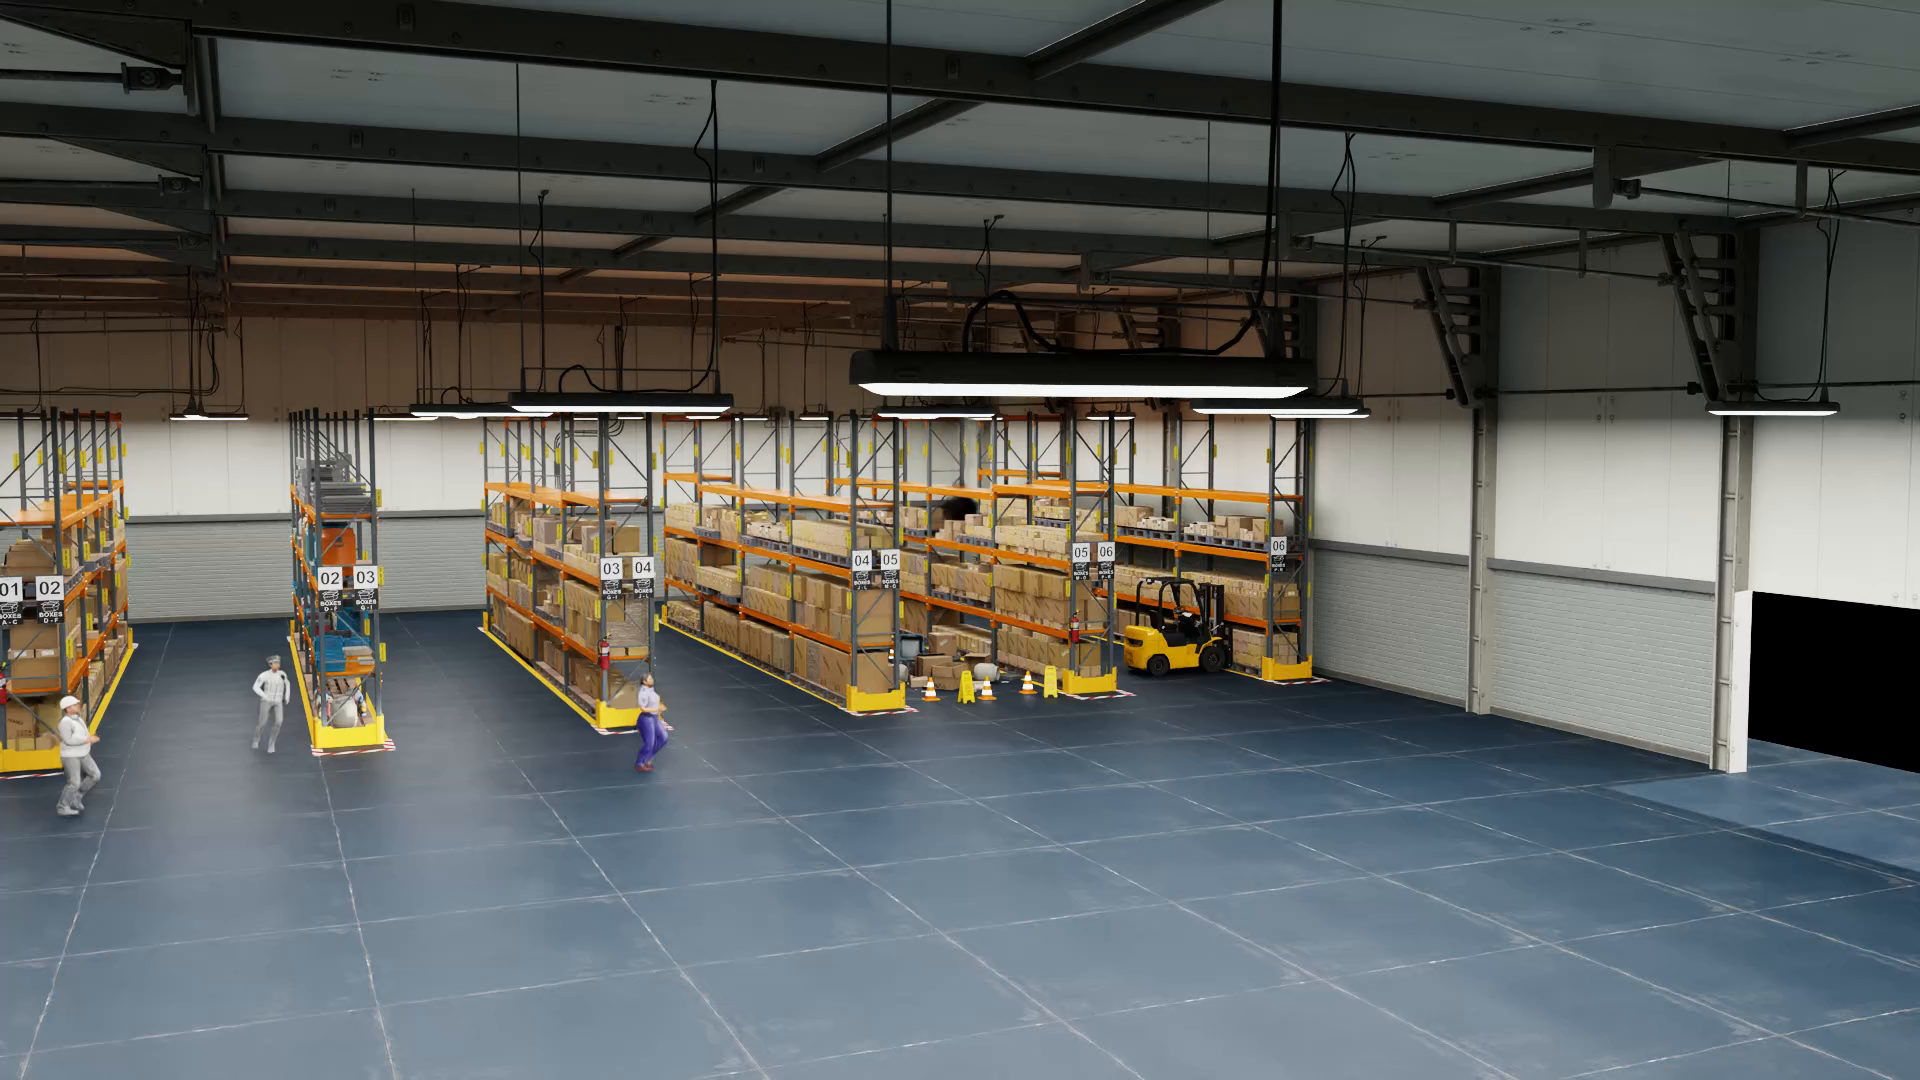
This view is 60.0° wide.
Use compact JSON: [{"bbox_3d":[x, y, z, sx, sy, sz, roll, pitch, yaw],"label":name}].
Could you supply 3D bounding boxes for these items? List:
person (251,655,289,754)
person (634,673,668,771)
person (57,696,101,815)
[{"bbox_3d":[-12.030,2.861,29.106,0.673,1.704,0.670,-3,5,-38],"label":"person"},{"bbox_3d":[-5.069,2.997,27.360,0.597,1.632,0.589,1,4,8],"label":"person"},{"bbox_3d":[-12.881,3.140,24.306,0.636,1.751,0.662,0,4,-4],"label":"person"}]
